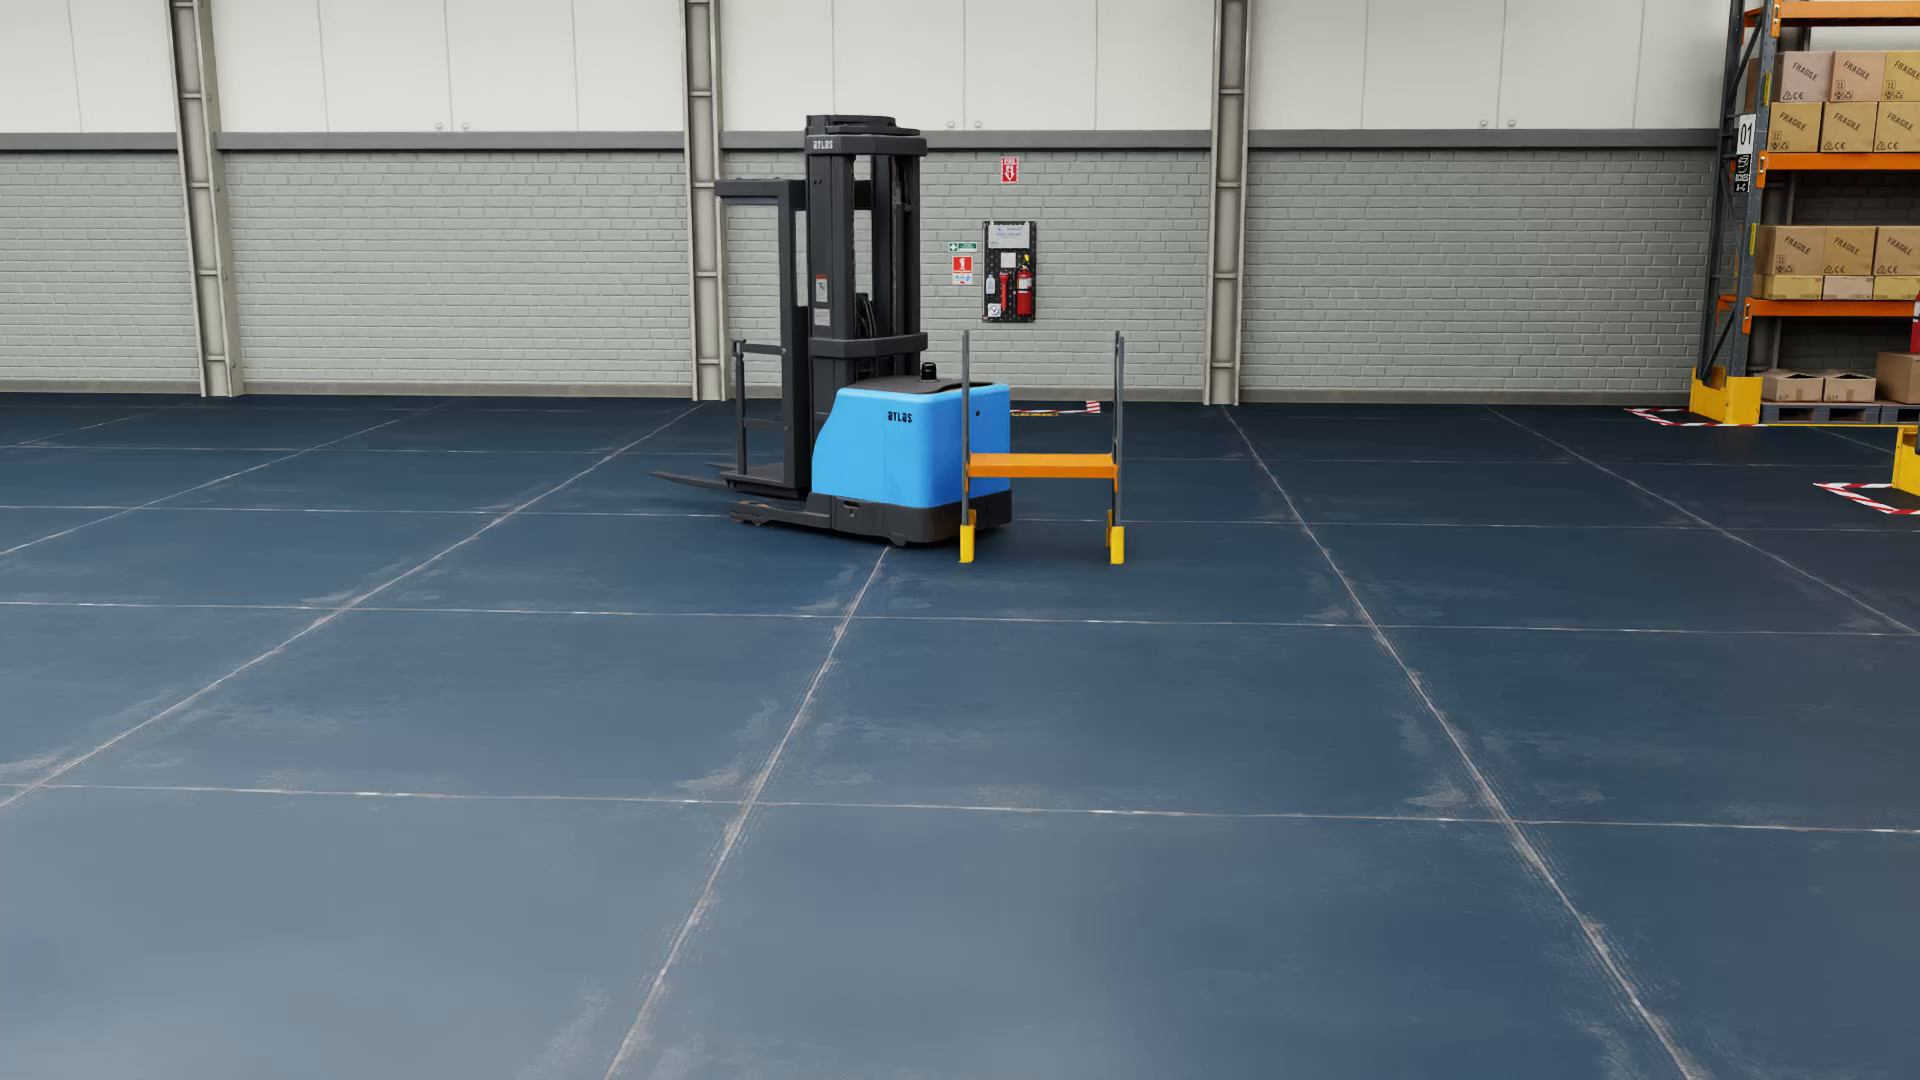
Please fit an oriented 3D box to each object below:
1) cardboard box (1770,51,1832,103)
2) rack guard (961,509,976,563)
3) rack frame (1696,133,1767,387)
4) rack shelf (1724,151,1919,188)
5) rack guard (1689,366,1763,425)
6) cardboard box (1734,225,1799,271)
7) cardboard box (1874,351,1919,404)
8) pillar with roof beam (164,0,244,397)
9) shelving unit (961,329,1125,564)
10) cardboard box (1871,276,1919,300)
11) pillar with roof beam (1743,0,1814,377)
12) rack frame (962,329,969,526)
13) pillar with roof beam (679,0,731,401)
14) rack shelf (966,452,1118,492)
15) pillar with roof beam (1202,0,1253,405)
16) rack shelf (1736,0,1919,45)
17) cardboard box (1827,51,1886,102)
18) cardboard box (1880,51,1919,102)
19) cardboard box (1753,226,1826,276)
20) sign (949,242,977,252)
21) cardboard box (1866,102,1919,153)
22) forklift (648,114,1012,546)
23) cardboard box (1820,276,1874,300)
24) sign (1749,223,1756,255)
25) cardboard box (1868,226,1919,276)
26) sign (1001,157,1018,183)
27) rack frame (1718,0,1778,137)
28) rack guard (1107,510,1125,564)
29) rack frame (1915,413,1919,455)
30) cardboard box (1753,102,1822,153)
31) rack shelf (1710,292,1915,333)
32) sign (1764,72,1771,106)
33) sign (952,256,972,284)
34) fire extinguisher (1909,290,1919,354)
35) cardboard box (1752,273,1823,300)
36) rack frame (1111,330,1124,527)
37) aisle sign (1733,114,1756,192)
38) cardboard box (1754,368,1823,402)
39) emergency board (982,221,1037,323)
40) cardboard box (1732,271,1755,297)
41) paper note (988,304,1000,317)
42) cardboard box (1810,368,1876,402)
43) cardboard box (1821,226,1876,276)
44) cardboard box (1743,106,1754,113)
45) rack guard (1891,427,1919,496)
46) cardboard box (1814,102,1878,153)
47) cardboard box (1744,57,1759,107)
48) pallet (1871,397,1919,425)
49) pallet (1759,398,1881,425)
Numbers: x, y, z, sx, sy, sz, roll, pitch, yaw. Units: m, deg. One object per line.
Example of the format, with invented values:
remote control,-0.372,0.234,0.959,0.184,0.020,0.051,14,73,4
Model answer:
cardboard box,8.635,-4.774,17.201,0.500,0.500,0.500,0,12,0
rack guard,0.058,-0.030,11.300,0.087,0.250,0.587,0,12,2
rack frame,8.267,-2.812,17.886,0.127,3.000,1.000,1,12,4
rack shelf,10.262,-3.901,17.521,4.000,0.370,1.077,1,12,4
rack guard,8.343,-1.588,18.136,0.348,0.500,1.175,1,12,4
cardboard box,8.751,-3.153,17.999,0.500,0.500,0.500,1,12,3
cardboard box,10.249,-1.748,17.829,0.500,0.500,0.700,0,12,0
pillar with roof beam,-9.224,-5.283,15.043,0.400,9.000,9.100,1,12,4
shelving unit,0.555,-0.638,11.155,1.083,1.500,0.587,0,12,2
cardboard box,9.759,-2.665,17.498,0.500,0.250,0.500,1,12,3
pillar with roof beam,8.735,-5.036,13.866,0.400,9.000,9.100,1,12,4
rack frame,0.038,-0.642,11.173,0.032,1.500,0.500,0,12,2
pillar with roof beam,-3.238,-5.200,14.651,0.400,9.000,9.100,1,12,4
rack shelf,0.546,-0.462,11.192,1.000,0.185,0.538,0,12,2
pillar with roof beam,2.749,-5.118,14.258,0.400,9.000,9.100,1,12,4
rack shelf,10.262,-5.367,17.214,4.000,0.370,1.077,1,12,4
cardboard box,9.132,-4.756,17.119,0.500,0.500,0.500,1,12,3
cardboard box,9.644,-4.752,17.097,0.500,0.500,0.500,1,12,5
cardboard box,8.723,-3.048,17.497,0.500,0.500,0.500,1,12,4
sign,0.032,-3.407,19.346,0.331,0.109,0.001,1,12,4
cardboard box,9.636,-4.262,17.200,0.500,0.500,0.500,1,12,6
forklift,-1.096,-1.612,12.317,3.031,2.935,1.130,9,15,37
cardboard box,9.252,-2.673,17.537,0.500,0.250,0.500,0,12,2
sign,8.231,-3.125,17.267,0.005,0.325,0.100,1,12,4
cardboard box,9.731,-3.030,17.415,0.500,0.500,0.500,0,12,2
sign,0.572,-4.258,19.136,0.199,0.298,0.001,1,12,4
rack frame,8.267,-5.749,17.271,0.127,3.000,1.000,1,12,4
rack guard,1.053,-0.023,11.266,0.087,0.250,0.587,0,12,2
rack frame,7.939,-1.800,13.047,0.127,3.000,1.000,1,12,4
cardboard box,8.584,-4.283,17.300,0.500,0.500,0.500,1,12,5
rack shelf,10.262,-2.433,17.828,4.000,0.370,1.077,1,12,4
sign,8.231,-4.597,16.959,0.005,0.325,0.100,1,12,4
sign,0.028,-3.149,19.409,0.234,0.329,0.001,1,12,4
fire extinguisher,7.853,-1.859,13.517,0.183,0.674,0.296,1,12,4
cardboard box,8.732,-2.677,17.557,0.500,0.250,0.500,0,12,2
rack frame,1.054,-0.634,11.138,0.032,1.500,0.500,0,12,2
aisle sign,8.175,-4.024,17.331,0.004,0.787,0.394,1,12,4
cardboard box,8.951,-1.684,17.983,0.500,0.311,0.500,-1,12,-3
emergency board,0.573,-3.103,19.276,0.643,1.169,0.194,1,12,4
cardboard box,8.746,-2.782,18.058,0.500,0.250,0.500,1,12,5
paper note,0.401,-2.688,19.445,0.142,0.148,0.016,1,12,4
cardboard box,9.520,-1.676,17.945,0.500,0.311,0.500,2,12,8
cardboard box,9.216,-3.039,17.455,0.500,0.500,0.500,1,12,4
cardboard box,8.700,-4.385,17.786,0.500,0.500,0.500,2,12,8
rack guard,7.916,-0.577,13.305,0.348,0.500,1.175,1,12,4
cardboard box,9.117,-4.269,17.230,0.500,0.500,0.500,2,12,8
cardboard box,8.714,-4.876,17.691,0.500,0.500,0.500,1,12,6
pallet,10.365,-1.411,17.996,1.213,0.211,1.003,1,12,4
pallet,9.151,-1.428,18.078,1.213,0.211,1.003,1,12,4
